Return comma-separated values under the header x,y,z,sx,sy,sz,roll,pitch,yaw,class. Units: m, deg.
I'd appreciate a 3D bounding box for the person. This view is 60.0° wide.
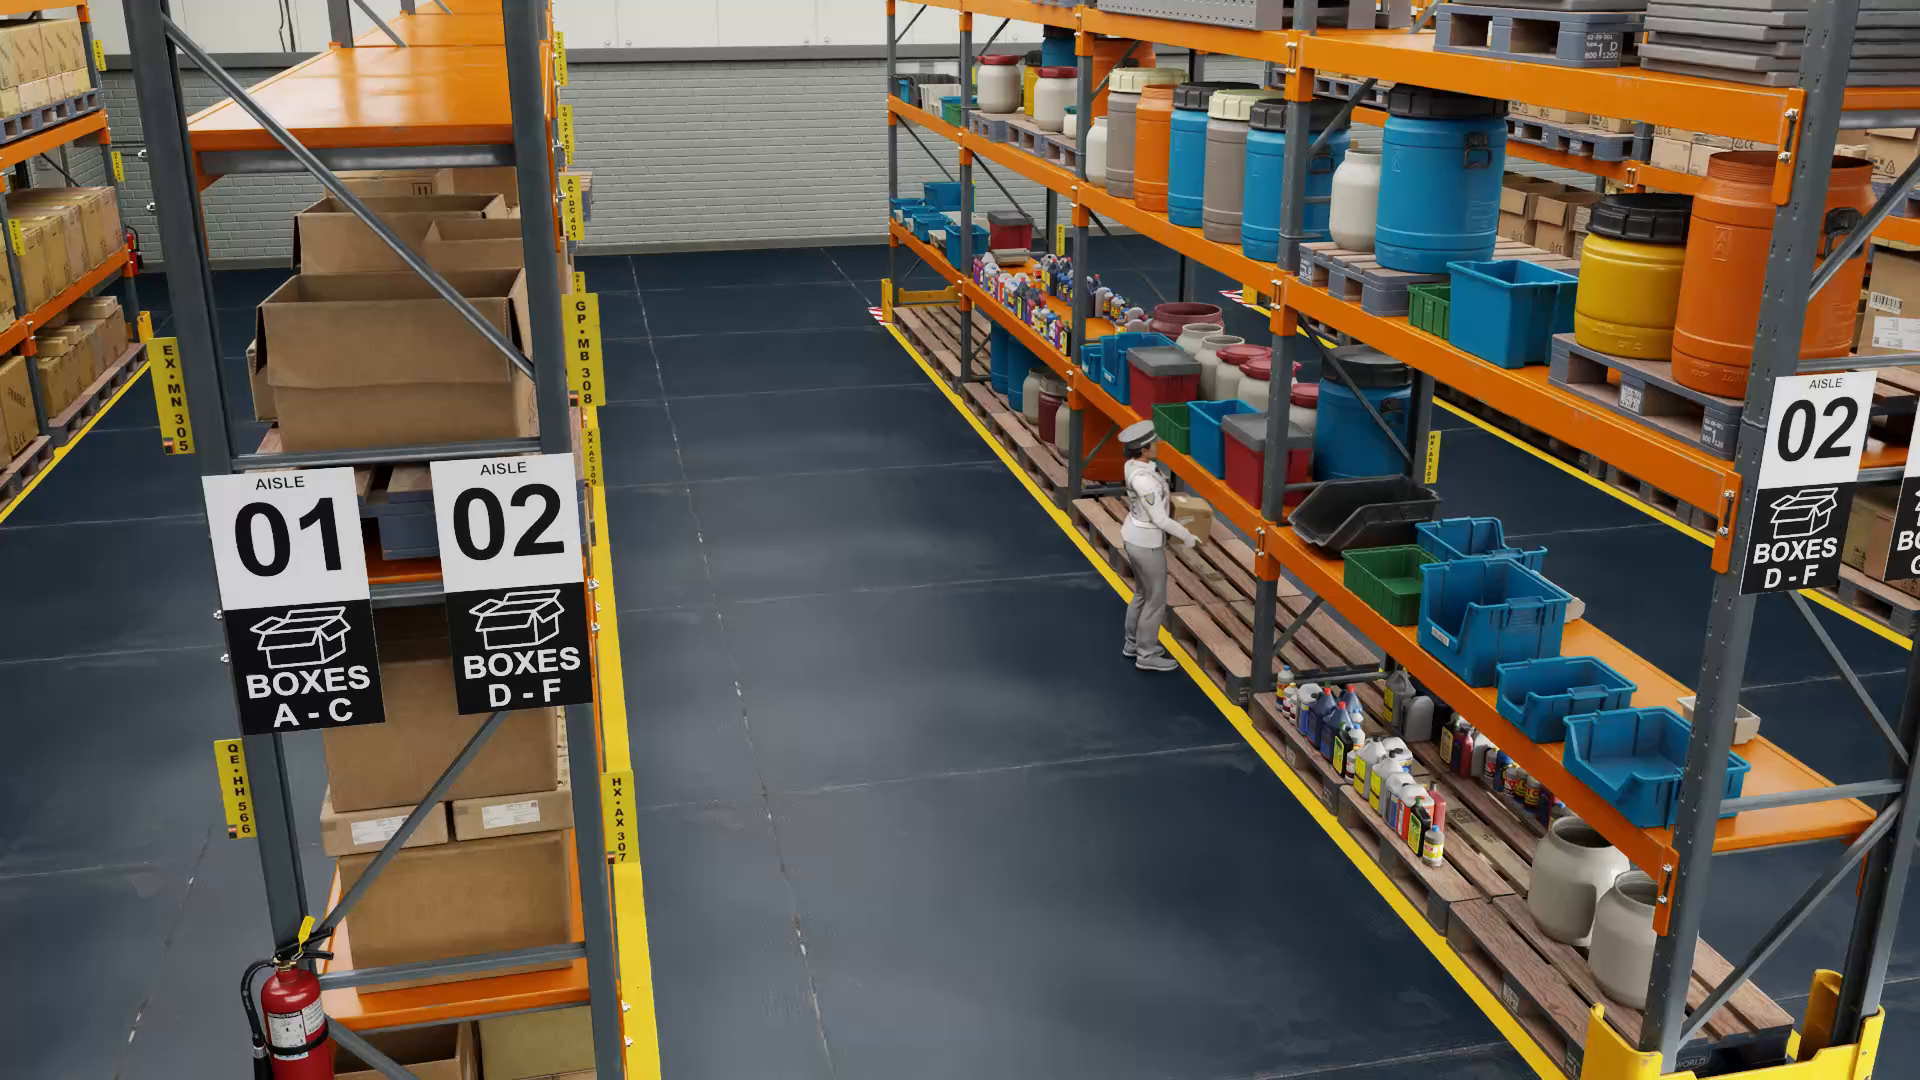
x,y,z,sx,sy,sz,roll,pitch,yaw,class
1.295,0.032,10.950,0.549,1.686,0.459,-1,20,-3,person
